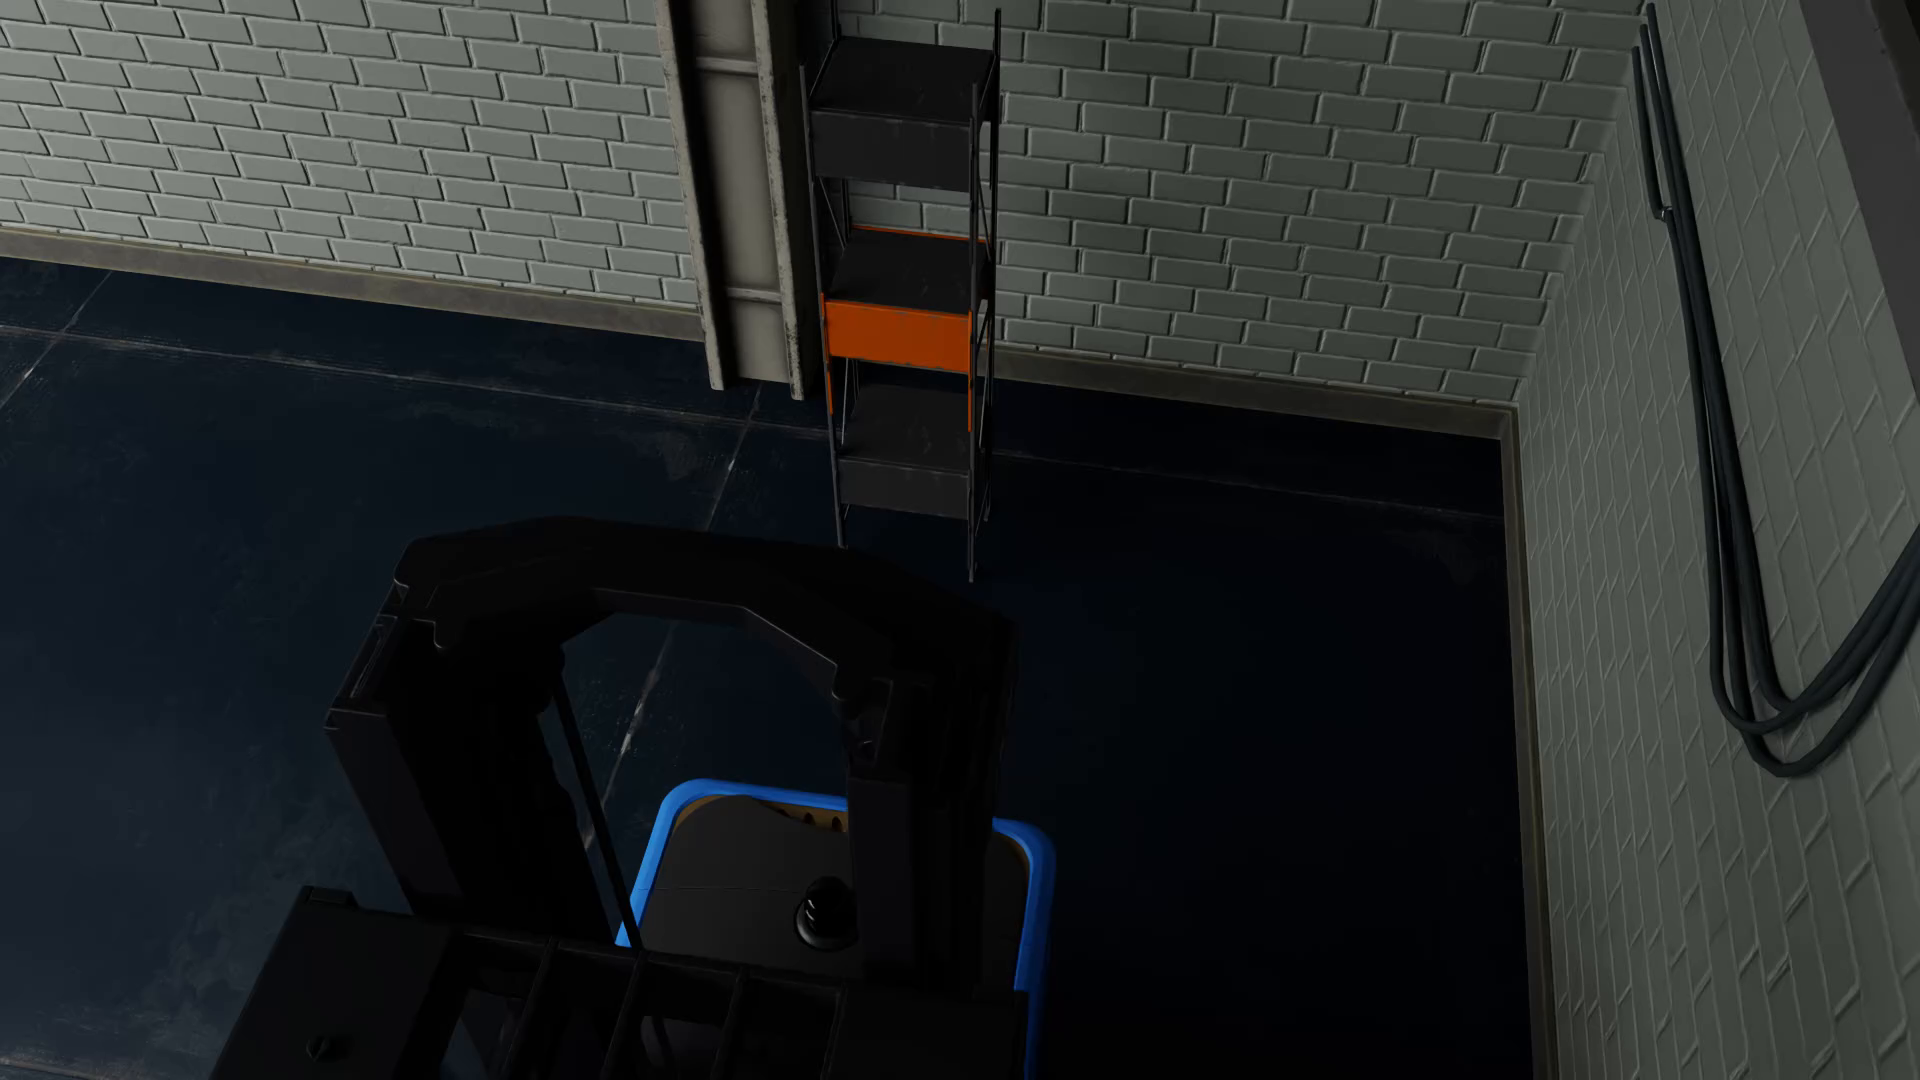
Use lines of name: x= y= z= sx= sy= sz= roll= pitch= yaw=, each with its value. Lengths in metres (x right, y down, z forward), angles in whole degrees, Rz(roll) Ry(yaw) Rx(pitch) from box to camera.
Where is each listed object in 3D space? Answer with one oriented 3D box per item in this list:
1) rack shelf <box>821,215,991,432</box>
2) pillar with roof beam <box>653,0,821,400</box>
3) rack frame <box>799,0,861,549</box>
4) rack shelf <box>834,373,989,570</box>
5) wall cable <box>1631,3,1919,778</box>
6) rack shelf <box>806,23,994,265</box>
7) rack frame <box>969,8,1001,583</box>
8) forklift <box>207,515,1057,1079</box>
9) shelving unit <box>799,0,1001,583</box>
rack shelf: x=-0.163 y=-0.715 z=5.499 sx=0.480 sy=0.518 sz=0.431 roll=8 pitch=49 yaw=7
pillar with roof beam: x=-1.563 y=-0.562 z=0.706 sx=0.400 sy=9.000 sz=9.100 roll=8 pitch=49 yaw=7
rack frame: x=-0.403 y=-0.756 z=5.518 sx=0.015 sy=2.100 sz=0.400 roll=8 pitch=49 yaw=7
rack shelf: x=-0.163 y=-0.247 z=6.019 sx=0.480 sy=0.518 sz=0.431 roll=8 pitch=49 yaw=7
wall cable: x=1.867 y=-1.318 z=3.472 sx=0.112 sy=2.526 sz=3.097 roll=8 pitch=49 yaw=7
rack shelf: x=-0.163 y=-1.182 z=4.978 sx=0.480 sy=0.518 sz=0.431 roll=8 pitch=49 yaw=7
rack frame: x=0.077 y=-0.691 z=5.460 sx=0.015 sy=2.100 sz=0.400 roll=8 pitch=49 yaw=7
forklift: x=-0.485 y=1.482 z=2.948 sx=1.130 sy=2.935 sz=3.031 roll=7 pitch=48 yaw=6
shelving unit: x=-0.163 y=-0.724 z=5.489 sx=0.503 sy=2.100 sz=0.431 roll=8 pitch=49 yaw=7
